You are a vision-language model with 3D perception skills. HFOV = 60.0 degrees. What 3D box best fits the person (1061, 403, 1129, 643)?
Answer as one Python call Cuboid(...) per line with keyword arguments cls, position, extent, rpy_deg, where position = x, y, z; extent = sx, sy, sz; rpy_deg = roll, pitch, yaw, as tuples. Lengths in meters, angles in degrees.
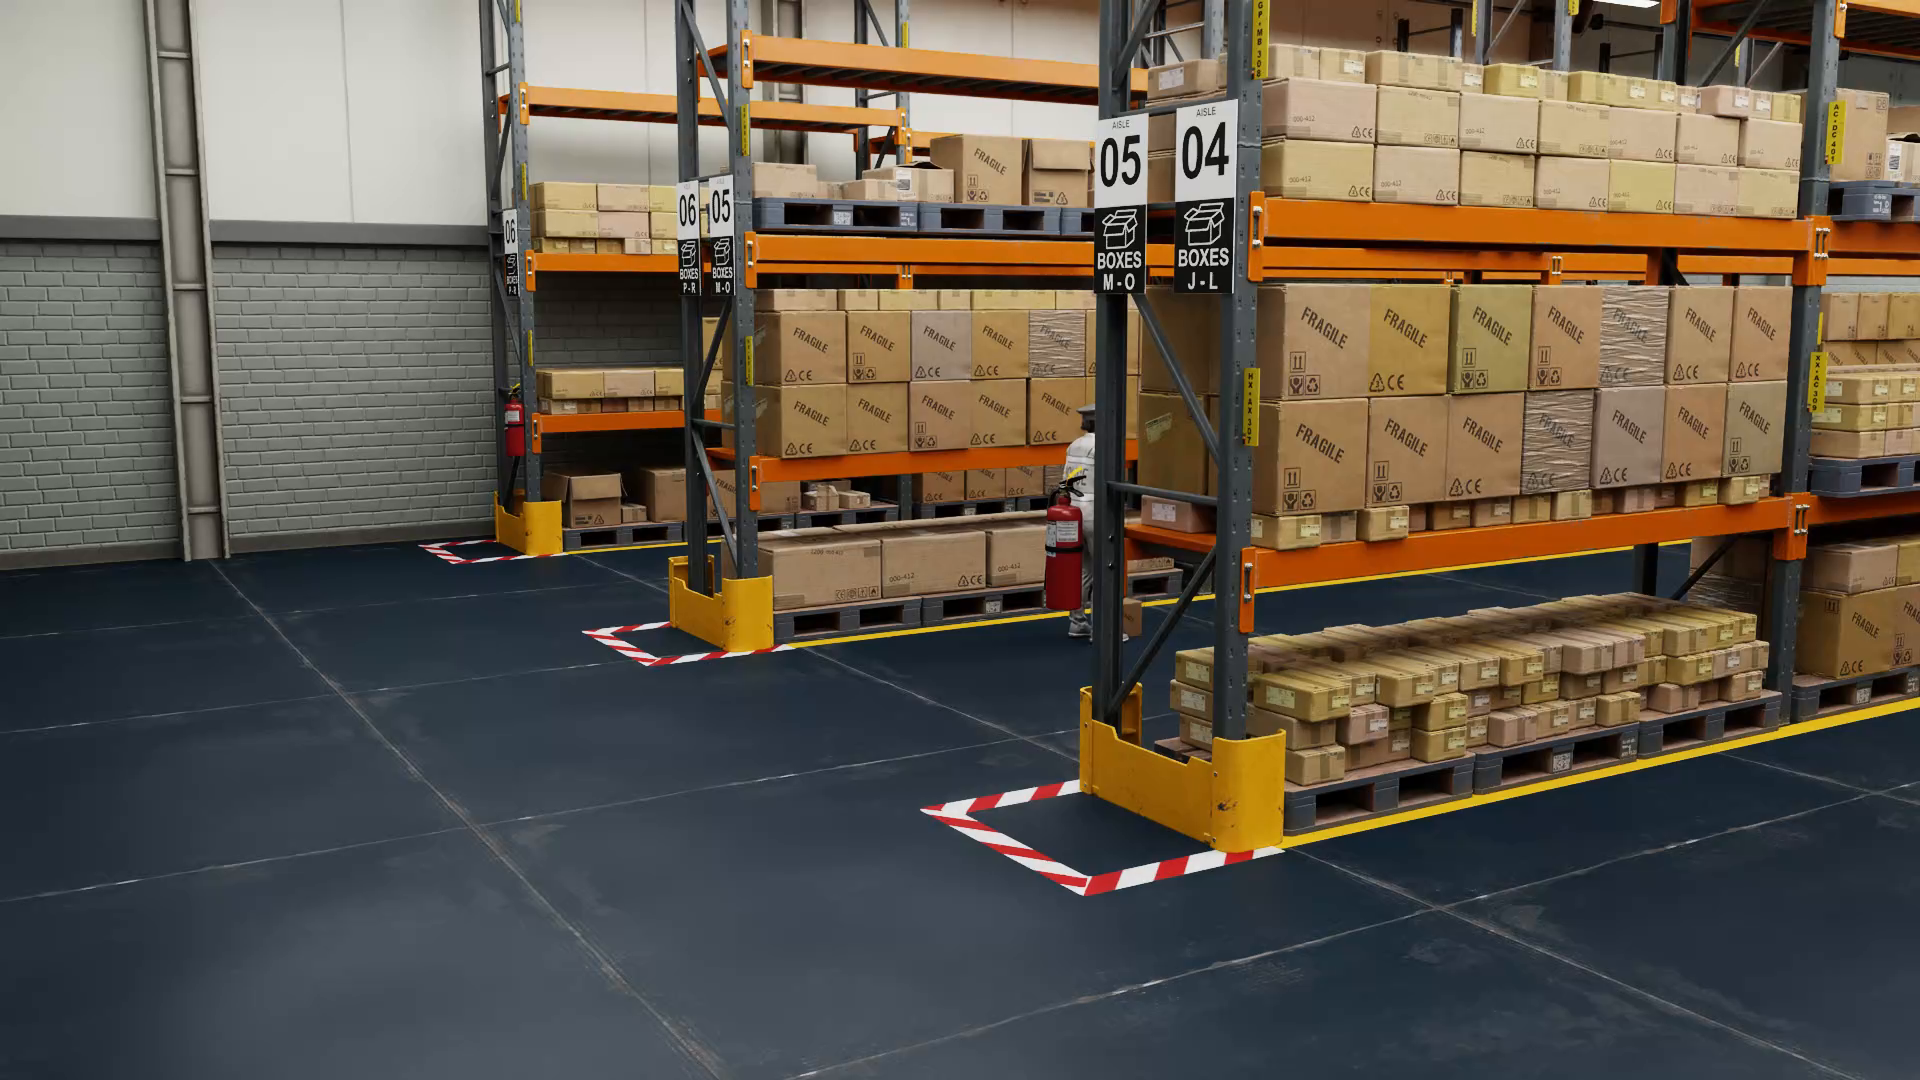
Cuboid(cls="person", position=(0.921, -0.123, 11.671), extent=(0.373, 1.662, 0.535), rpy_deg=(-6, 10, -34))
